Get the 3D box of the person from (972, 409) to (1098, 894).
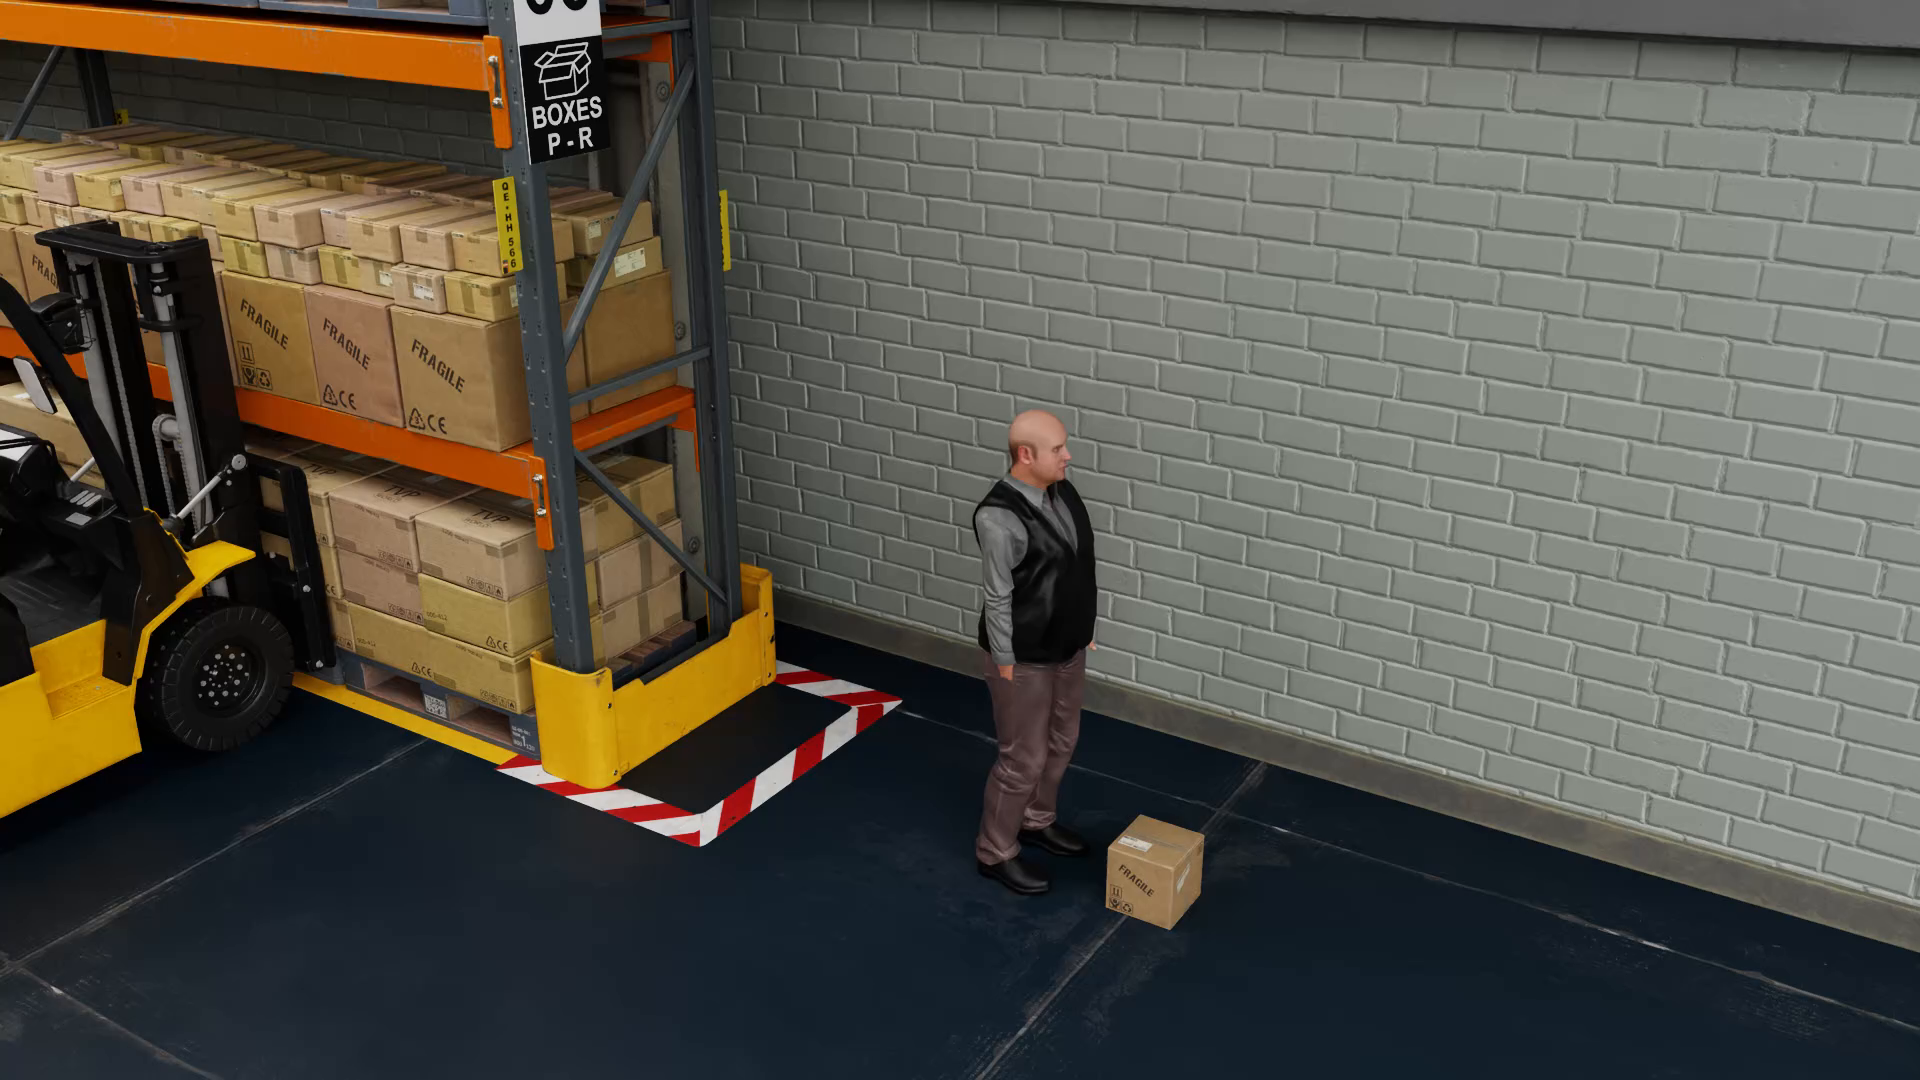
[{"bbox_3d":[0.274,0.419,5.773,0.360,1.622,0.532,14,27,30],"label":"person"}]
